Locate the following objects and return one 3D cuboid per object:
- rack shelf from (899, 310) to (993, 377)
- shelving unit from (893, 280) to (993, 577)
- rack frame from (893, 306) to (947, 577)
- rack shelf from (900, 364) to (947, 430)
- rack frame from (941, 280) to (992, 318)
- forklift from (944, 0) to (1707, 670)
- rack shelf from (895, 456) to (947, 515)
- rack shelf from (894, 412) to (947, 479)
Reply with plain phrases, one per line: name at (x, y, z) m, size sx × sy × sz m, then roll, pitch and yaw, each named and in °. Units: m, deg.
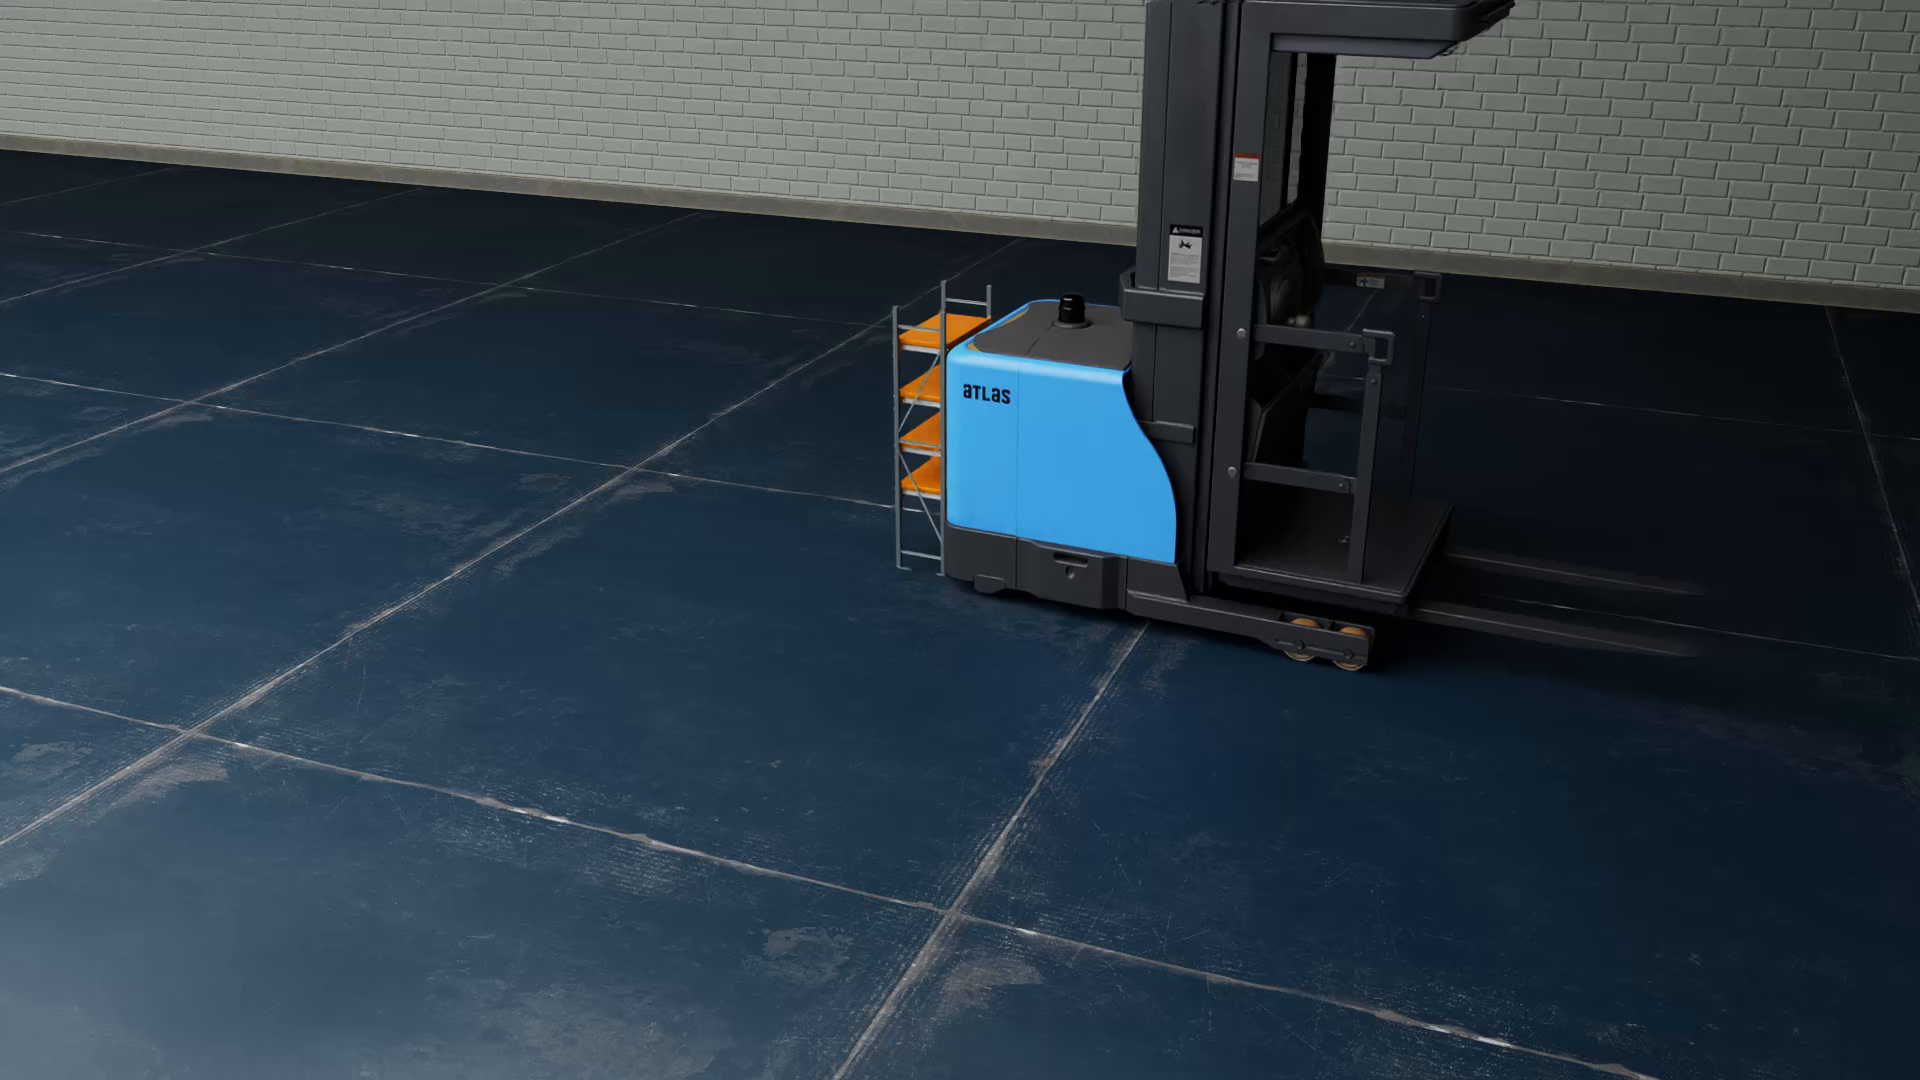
rack shelf at (-0.071, -0.860, 7.231) m, size 0.258 × 0.148 × 0.480 m, roll 10°, pitch 25°, yaw 22°
shelving unit at (-0.071, -0.497, 7.383) m, size 0.258 × 1.200 × 0.503 m, roll 10°, pitch 25°, yaw 22°
rack frame at (-0.171, -0.411, 7.178) m, size 0.240 × 1.200 × 0.015 m, roll 10°, pitch 25°, yaw 22°
rack shelf at (-0.071, -0.641, 7.323) m, size 0.258 × 0.148 × 0.480 m, roll 10°, pitch 25°, yaw 22°
rack frame at (0.029, -0.583, 7.589) m, size 0.240 × 1.200 × 0.015 m, roll 10°, pitch 25°, yaw 22°
forklift at (1.490, -1.074, 6.519) m, size 3.031 × 2.935 × 1.130 m, roll 10°, pitch 25°, yaw 23°
rack shelf at (-0.071, -0.252, 7.486) m, size 0.258 × 0.148 × 0.480 m, roll 10°, pitch 25°, yaw 22°
rack shelf at (-0.071, -0.435, 7.409) m, size 0.258 × 0.148 × 0.480 m, roll 10°, pitch 25°, yaw 22°
